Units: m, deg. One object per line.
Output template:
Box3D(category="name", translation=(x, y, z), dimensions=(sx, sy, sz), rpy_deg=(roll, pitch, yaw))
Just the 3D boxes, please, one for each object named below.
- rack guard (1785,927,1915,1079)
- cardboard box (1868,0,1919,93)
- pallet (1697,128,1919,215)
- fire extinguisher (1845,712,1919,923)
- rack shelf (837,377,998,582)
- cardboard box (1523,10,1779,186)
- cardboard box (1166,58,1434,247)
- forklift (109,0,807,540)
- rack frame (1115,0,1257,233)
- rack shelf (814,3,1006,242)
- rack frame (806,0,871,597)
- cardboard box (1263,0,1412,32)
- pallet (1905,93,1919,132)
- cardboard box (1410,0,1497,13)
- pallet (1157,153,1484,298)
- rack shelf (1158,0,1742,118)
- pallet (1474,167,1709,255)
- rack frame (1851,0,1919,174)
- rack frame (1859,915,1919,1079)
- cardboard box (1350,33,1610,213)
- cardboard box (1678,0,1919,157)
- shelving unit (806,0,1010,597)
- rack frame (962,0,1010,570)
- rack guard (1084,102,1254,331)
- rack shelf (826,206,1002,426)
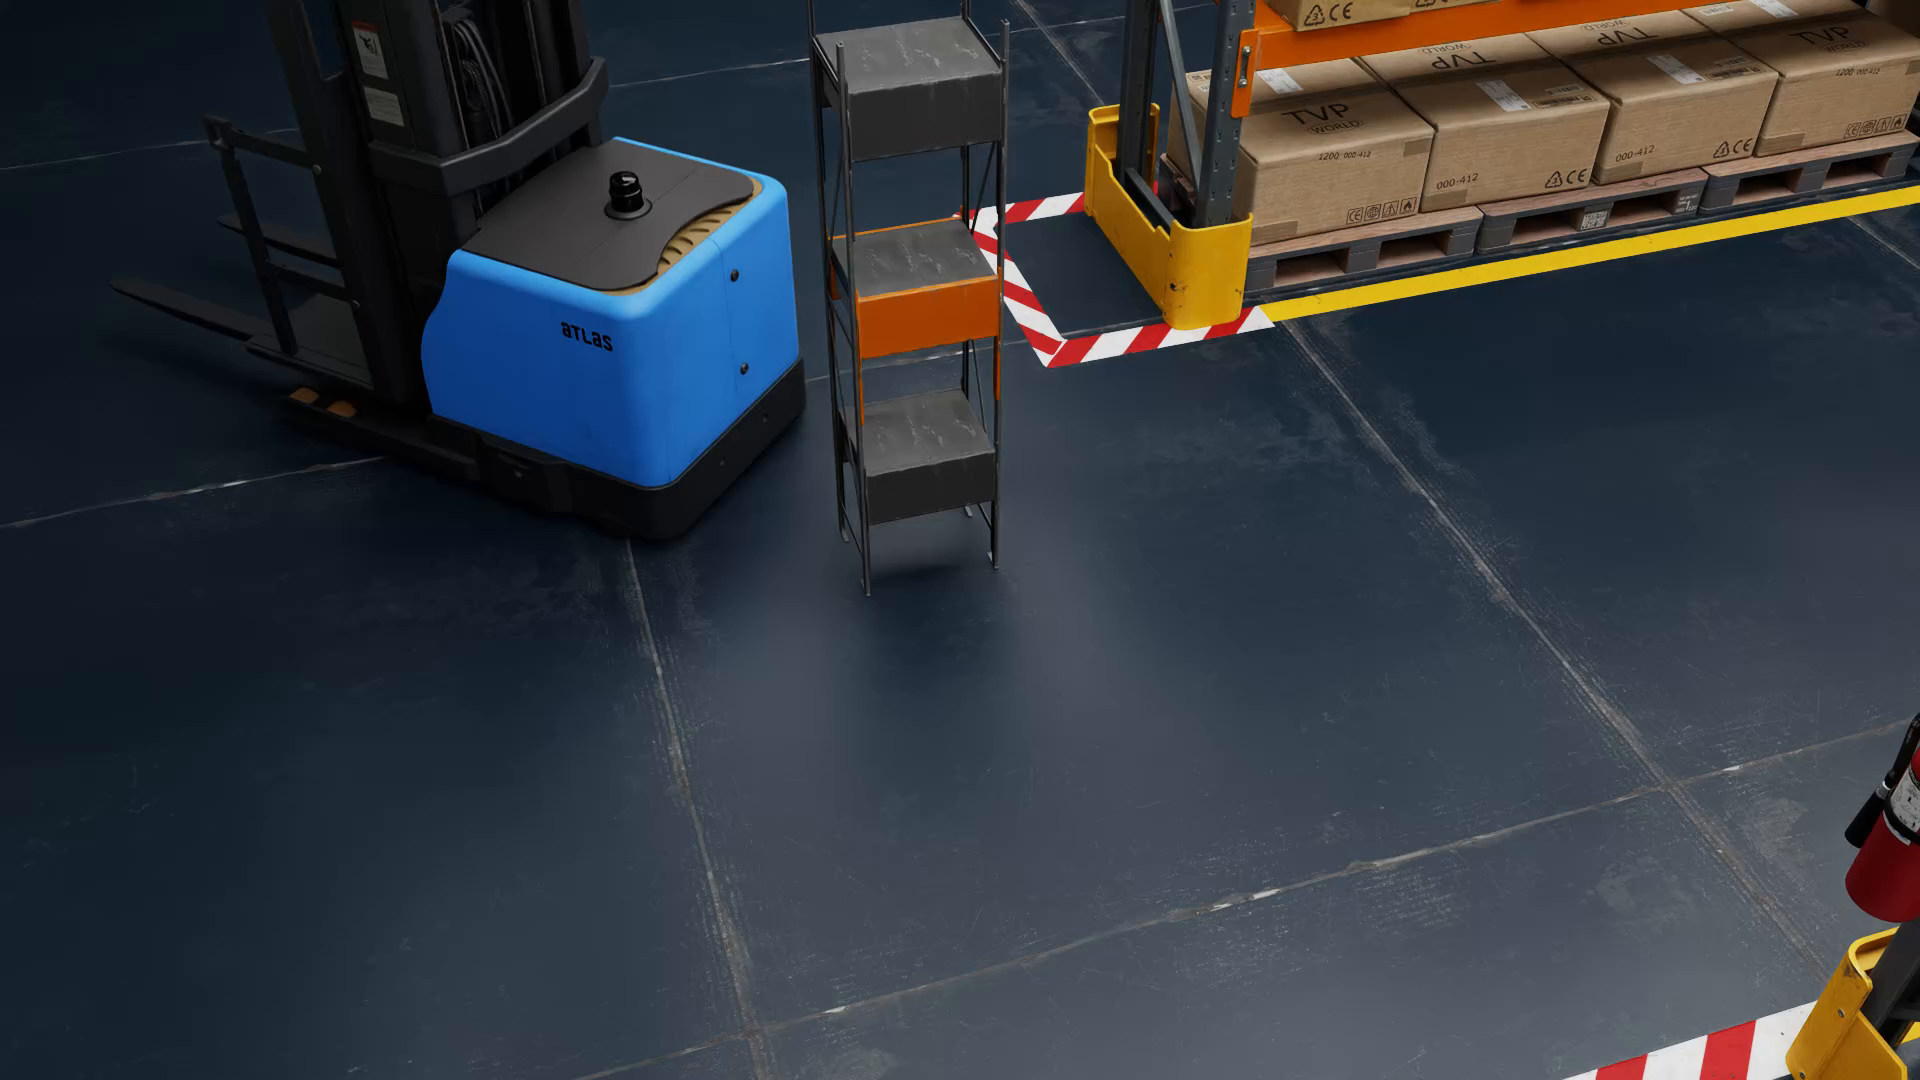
Box3D(category="rack guard", translation=(2.604, 1.569, 4.074), dimensions=(0.348, 0.500, 1.175), rpy_deg=(-12, 42, -13))
Box3D(category="cardboard box", translation=(5.330, -2.765, 8.430), dimensions=(0.875, 0.875, 0.875), rpy_deg=(-10, 42, -12))
Box3D(category="pallet", translation=(4.014, -2.083, 8.473), dimensions=(1.213, 0.211, 1.003), rpy_deg=(-12, 42, -13))
Box3D(category="fire extinguisher", translation=(2.152, 0.573, 3.657), dimensions=(0.183, 0.674, 0.296), rpy_deg=(-12, 42, -13))
Box3D(category="rack shelf", translation=(-0.158, -0.221, 5.991), dimensions=(0.480, 0.518, 0.431), rpy_deg=(-12, 42, -13))
Box3D(category="cardboard box", translation=(3.278, -2.193, 8.109), dimensions=(0.875, 0.438, 0.875), rpy_deg=(-13, 43, -14))
Box3D(category="cardboard box", translation=(1.547, -1.830, 7.693), dimensions=(0.875, 0.438, 0.875), rpy_deg=(-13, 43, -15))
Box3D(category="forklift", translation=(-2.176, -1.786, 6.067), dimensions=(3.031, 2.935, 1.130), rpy_deg=(19, 44, 20))
Box3D(category="rack frame", translation=(0.948, -2.443, 6.767), dimensions=(0.127, 3.000, 1.000), rpy_deg=(-12, 42, -13))
Box3D(category="rack shelf", translation=(-0.158, -1.275, 5.070), dimensions=(0.480, 0.518, 0.431), rpy_deg=(-12, 42, -13))
Box3D(category="rack frame", translation=(-0.391, -0.710, 5.467), dimensions=(0.015, 2.100, 0.400), rpy_deg=(-12, 42, -13))
Box3D(category="cardboard box", translation=(1.492, -2.396, 6.636), dimensions=(0.500, 0.500, 0.500), rpy_deg=(-12, 43, -13))
Box3D(category="pallet", translation=(5.476, -2.384, 8.818), dimensions=(1.213, 0.211, 1.003), rpy_deg=(-12, 42, -13))
Box3D(category="cardboard box", translation=(1.966, -2.513, 6.771), dimensions=(0.500, 0.500, 0.500), rpy_deg=(-12, 43, -14))
Box3D(category="pallet", translation=(1.687, -1.600, 7.921), dimensions=(1.213, 0.211, 1.003), rpy_deg=(-12, 42, -13))
Box3D(category="rack shelf", translation=(2.855, -2.568, 7.456), dimensions=(4.000, 0.370, 1.077), rpy_deg=(-12, 42, -13))
Box3D(category="pallet", translation=(2.848, -1.839, 8.195), dimensions=(1.213, 0.211, 1.003), rpy_deg=(-12, 42, -13))
Box3D(category="rack frame", translation=(4.763, -3.234, 7.672), dimensions=(0.127, 3.000, 1.000), rpy_deg=(-12, 42, -13))
Box3D(category="rack frame", translation=(2.531, 0.643, 3.234), dimensions=(0.127, 3.000, 1.000), rpy_deg=(-12, 42, -13))
Box3D(category="cardboard box", translation=(2.418, -2.016, 7.906), dimensions=(0.875, 0.438, 0.875), rpy_deg=(-11, 42, -12))
Box3D(category="cardboard box", translation=(4.132, -2.370, 8.312), dimensions=(0.875, 0.438, 0.875), rpy_deg=(-12, 43, -14))
Box3D(category="shelving unit", translation=(-0.158, -0.758, 5.522), dimensions=(0.503, 2.100, 0.431), rpy_deg=(-12, 42, -13))
Box3D(category="rack frame", translation=(0.075, -0.806, 5.577), dimensions=(0.015, 2.100, 0.400), rpy_deg=(-12, 42, -13))
Box3D(category="rack guard", translation=(0.925, -1.497, 7.584), dimensions=(0.348, 0.500, 1.175), rpy_deg=(-12, 42, -13))
Box3D(category="rack shelf", translation=(-0.158, -0.748, 5.531), dimensions=(0.480, 0.518, 0.431), rpy_deg=(-12, 42, -13))
